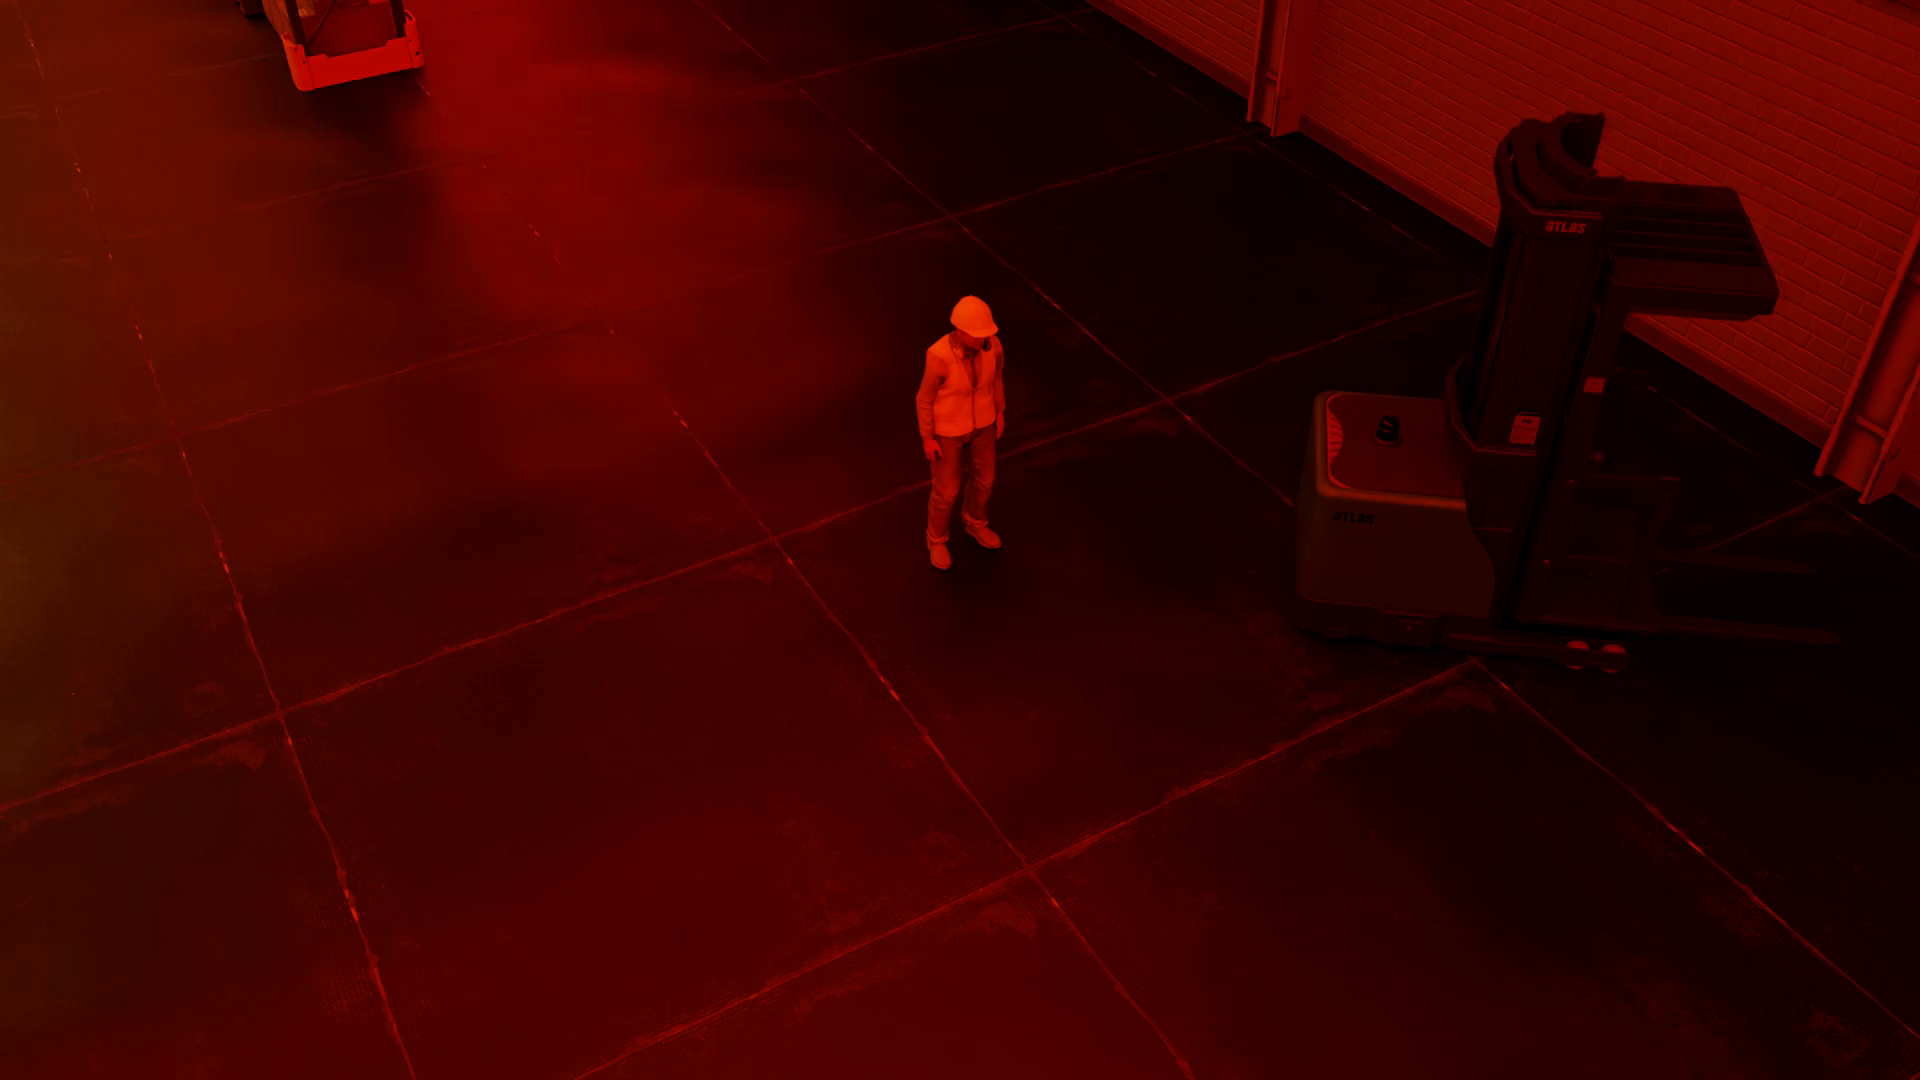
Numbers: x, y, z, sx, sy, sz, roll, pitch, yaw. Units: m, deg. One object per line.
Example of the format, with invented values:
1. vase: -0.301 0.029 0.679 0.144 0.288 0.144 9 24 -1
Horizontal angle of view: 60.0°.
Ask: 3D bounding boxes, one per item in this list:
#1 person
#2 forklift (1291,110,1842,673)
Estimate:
1. person: 0.020 -0.670 9.756 0.580 1.767 0.463 -22 44 -24
2. forklift: 3.487 -0.741 8.929 3.031 2.935 1.130 6 40 7
